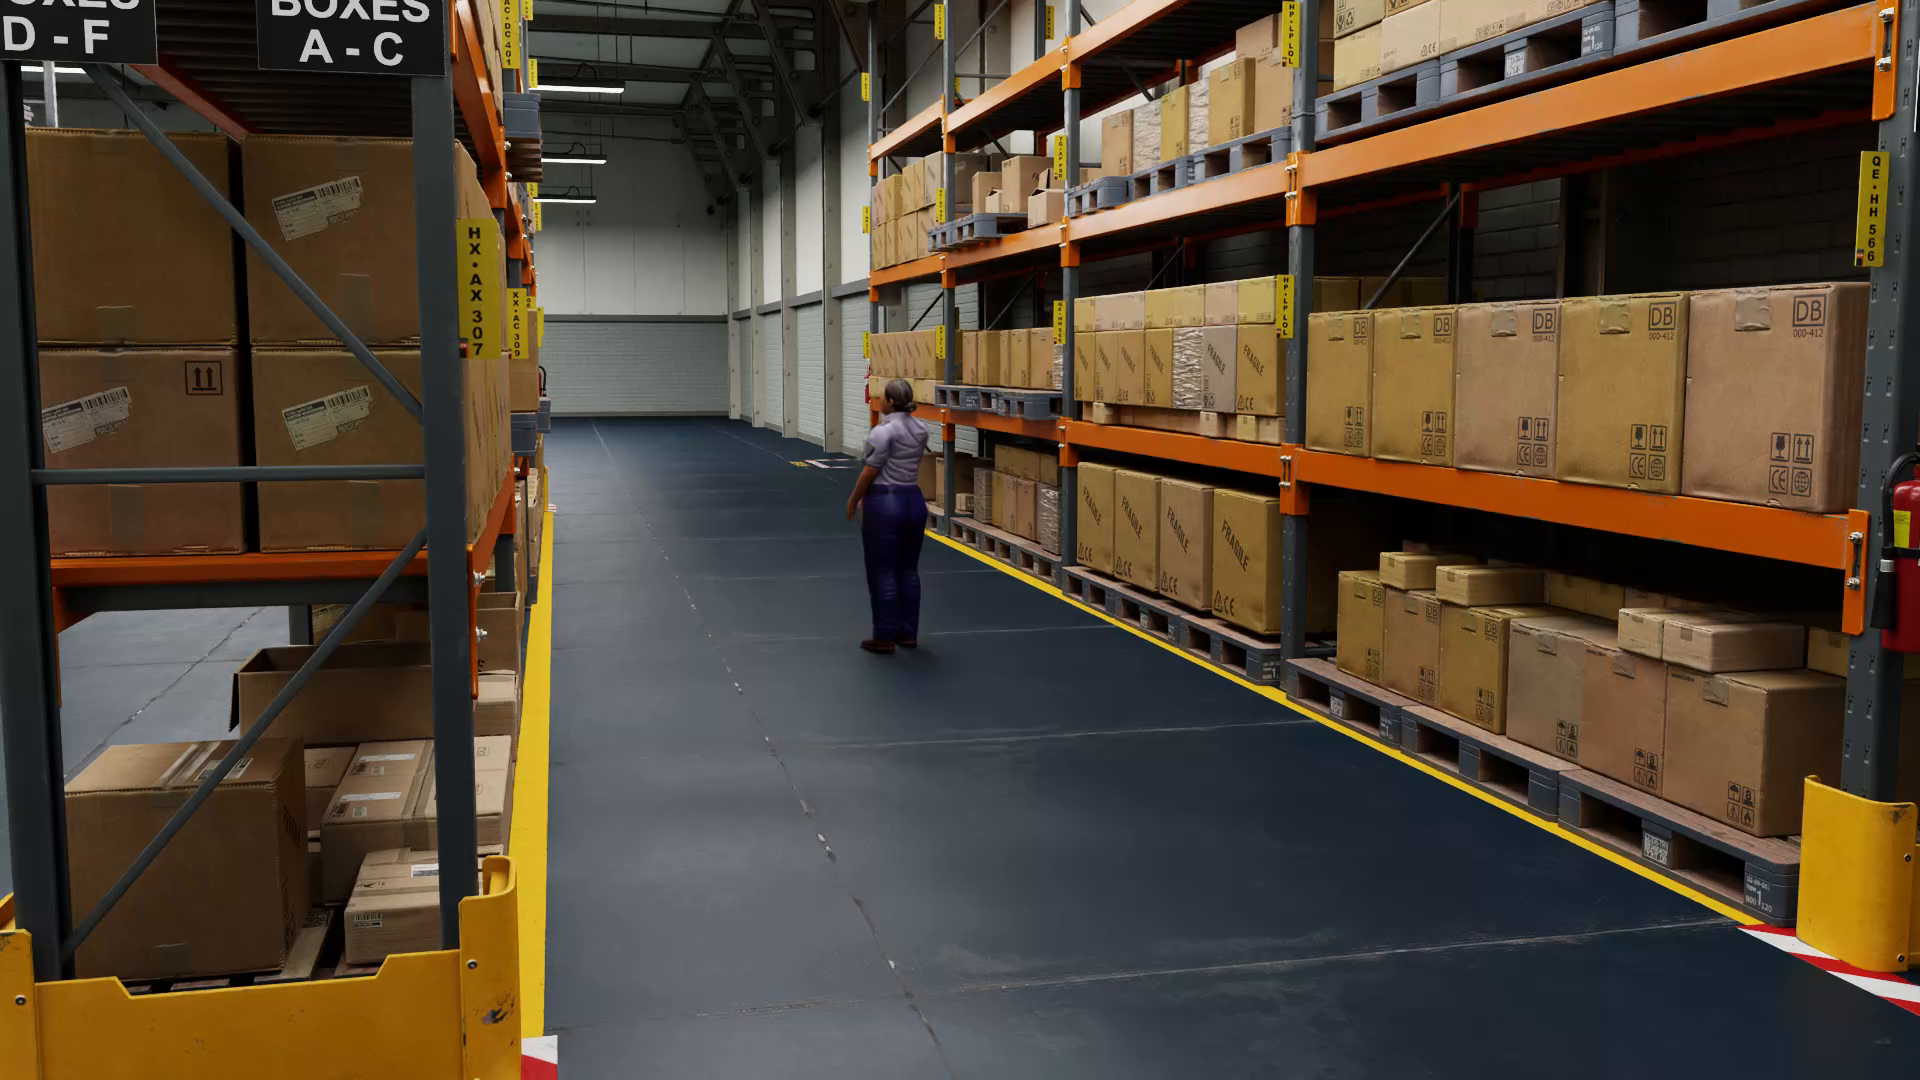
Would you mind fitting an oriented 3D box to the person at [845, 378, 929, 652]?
[{"bbox_3d":[-0.427,-0.153,10.108,0.456,1.654,0.551,5,8,39],"label":"person"}]
